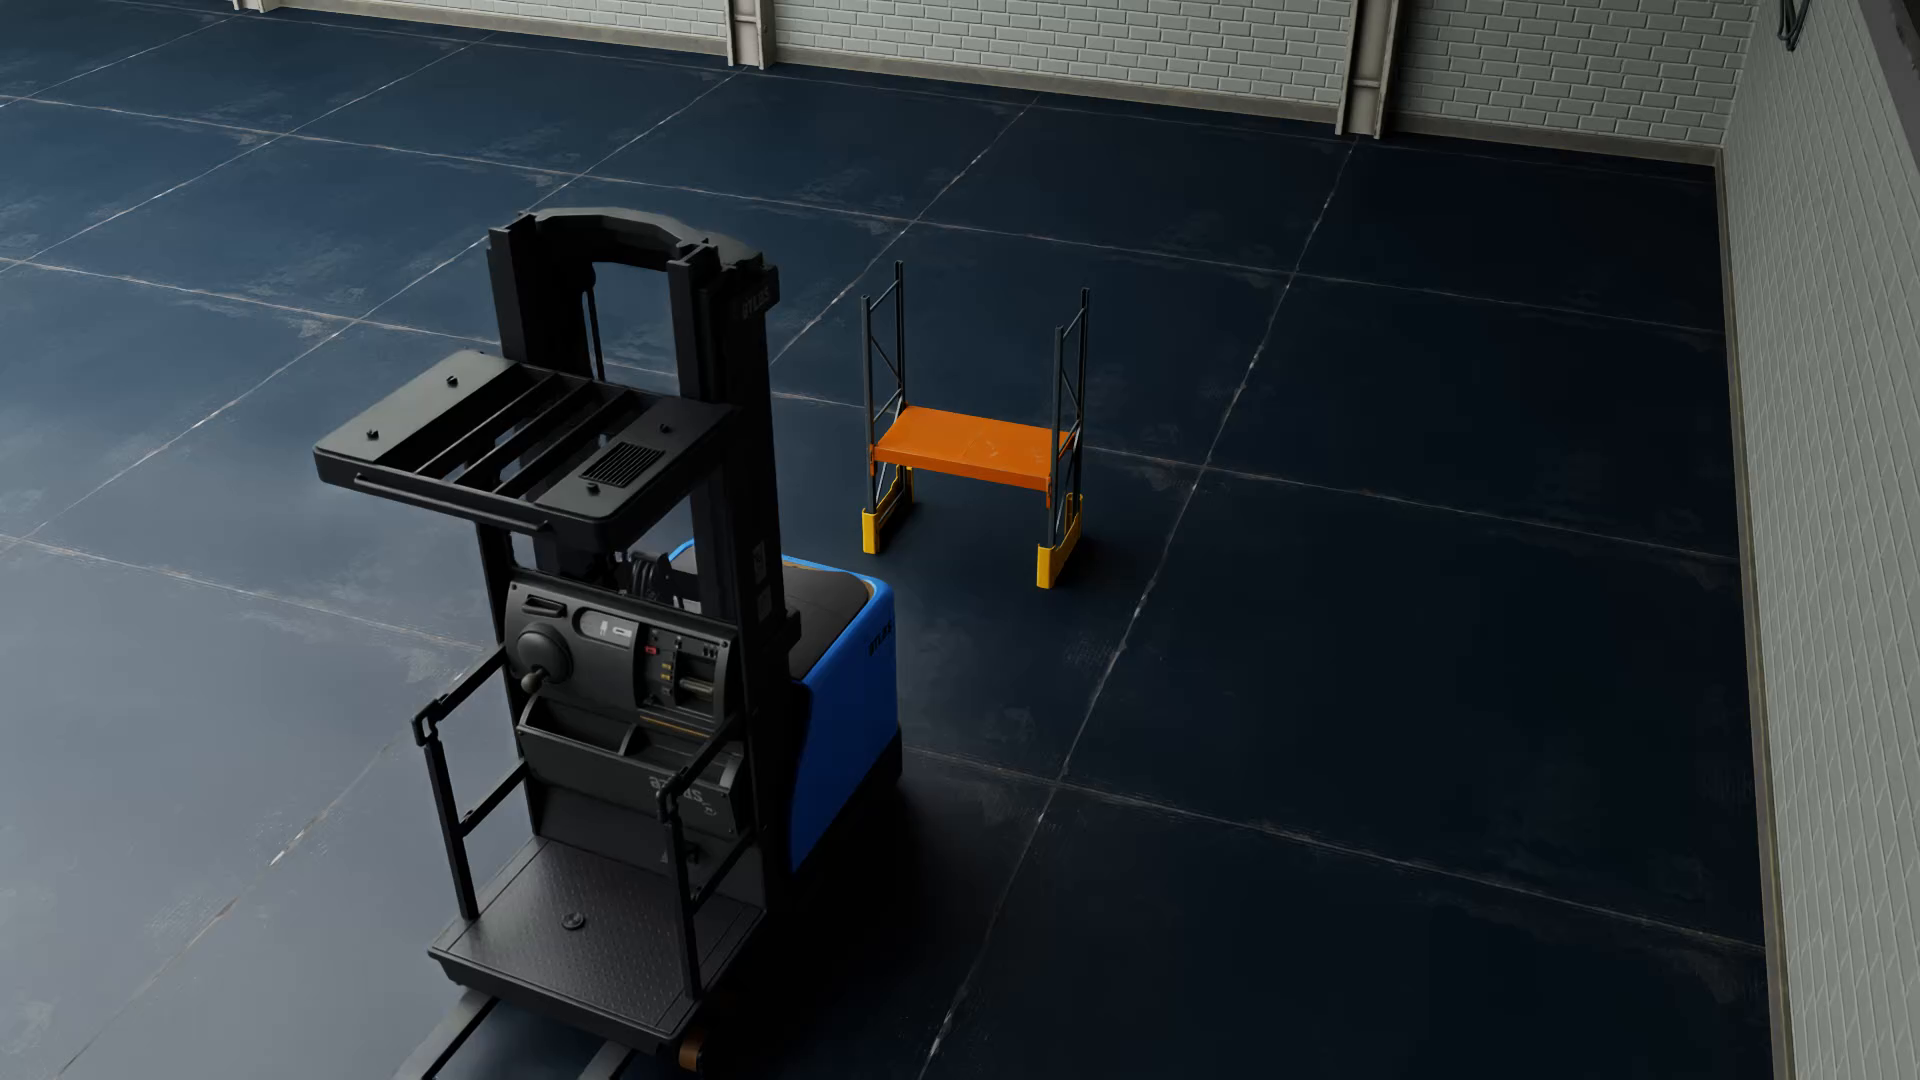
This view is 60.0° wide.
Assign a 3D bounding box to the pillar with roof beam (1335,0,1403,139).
[{"bbox_3d":[2.129,-5.243,9.043,0.400,9.000,9.100,11,34,16],"label":"pillar with roof beam"}]

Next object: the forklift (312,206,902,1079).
[{"bbox_3d":[-1.311,0.473,5.783,1.130,2.935,3.031,13,35,20],"label":"forklift"}]

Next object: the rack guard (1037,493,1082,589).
[{"bbox_3d":[0.541,0.000,8.987,0.087,0.250,0.587,11,34,16],"label":"rack guard"}]

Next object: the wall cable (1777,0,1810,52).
[{"bbox_3d":[5.908,-4.923,11.409,0.112,2.526,3.097,11,34,16],"label":"wall cable"}]

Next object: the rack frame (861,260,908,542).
[{"bbox_3d":[-0.398,-0.707,8.931,0.032,1.500,0.500,11,34,16],"label":"rack frame"}]

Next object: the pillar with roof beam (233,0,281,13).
[{"bbox_3d":[-9.168,-7.439,12.444,0.400,9.000,9.100,11,34,16],"label":"pillar with roof beam"}]

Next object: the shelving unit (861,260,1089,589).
[{"bbox_3d":[0.072,-0.616,8.790,1.083,1.500,0.587,11,34,16],"label":"shelving unit"}]

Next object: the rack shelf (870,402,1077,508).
[{"bbox_3d":[0.080,-0.463,8.885,1.000,0.185,0.538,11,34,16],"label":"rack shelf"}]

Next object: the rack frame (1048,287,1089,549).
[{"bbox_3d":[0.559,-0.521,8.643,0.032,1.500,0.500,11,34,16],"label":"rack frame"}]

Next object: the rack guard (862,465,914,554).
[{"bbox_3d":[-0.397,-0.182,9.270,0.087,0.250,0.587,11,34,16],"label":"rack guard"}]

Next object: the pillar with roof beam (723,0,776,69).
[{"bbox_3d":[-3.519,-6.341,10.744,0.400,9.000,9.100,11,34,16],"label":"pillar with roof beam"}]
